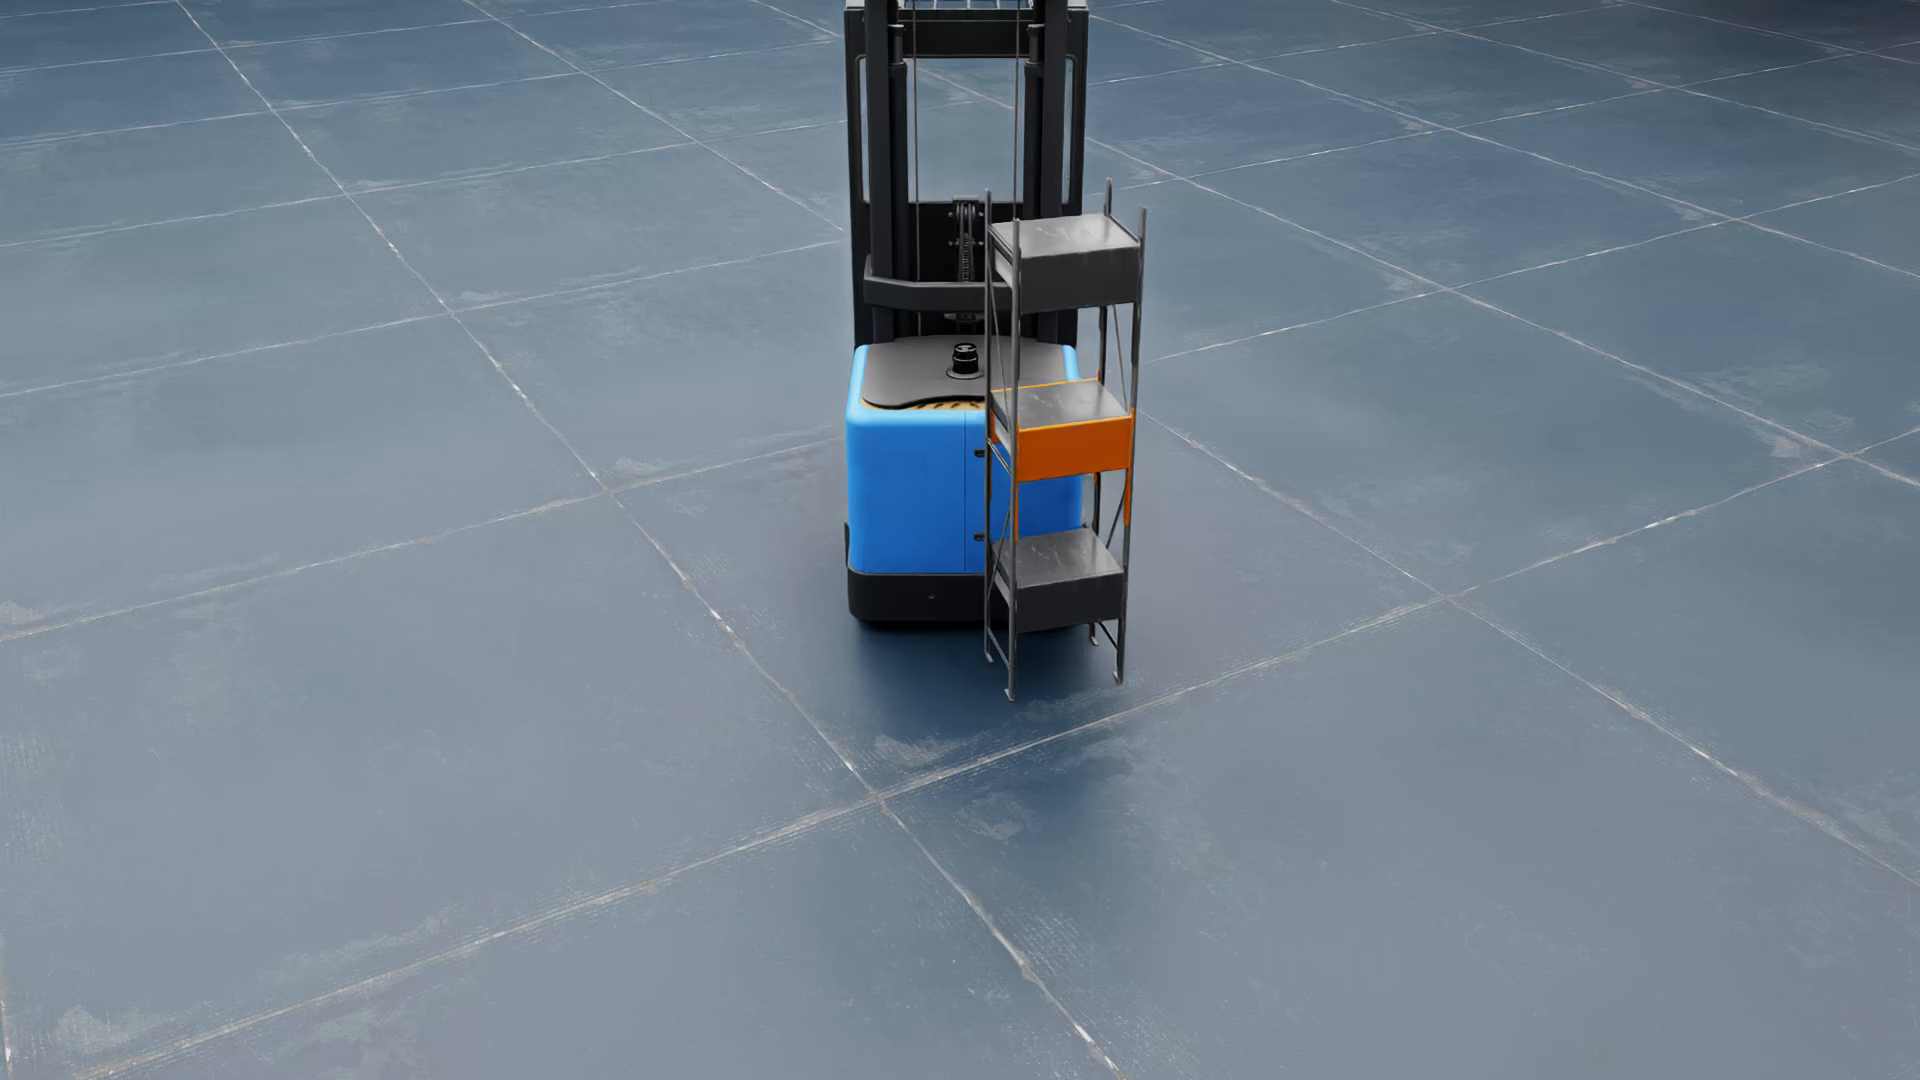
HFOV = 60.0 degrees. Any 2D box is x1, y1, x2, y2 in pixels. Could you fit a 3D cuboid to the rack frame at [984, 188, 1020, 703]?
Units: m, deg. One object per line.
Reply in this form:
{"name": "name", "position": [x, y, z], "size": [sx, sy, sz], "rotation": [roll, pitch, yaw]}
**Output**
{"name": "rack frame", "position": [0.162, -0.326, 6.667], "size": [0.015, 2.100, 0.400], "rotation": [-8, 30, -13]}

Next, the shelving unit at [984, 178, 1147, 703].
{"name": "shelving unit", "position": [0.397, -0.359, 6.723], "size": [0.503, 2.100, 0.431], "rotation": [-8, 30, -13]}

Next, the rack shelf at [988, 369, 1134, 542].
{"name": "rack shelf", "position": [0.397, -0.347, 6.730], "size": [0.480, 0.518, 0.431], "rotation": [-8, 30, -13]}

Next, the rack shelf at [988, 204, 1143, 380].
{"name": "rack shelf", "position": [0.393, -0.959, 6.390], "size": [0.480, 0.518, 0.431], "rotation": [-8, 30, -13]}

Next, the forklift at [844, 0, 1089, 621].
{"name": "forklift", "position": [0.029, -1.588, 8.094], "size": [1.130, 2.935, 3.031], "rotation": [0, 29, 0]}

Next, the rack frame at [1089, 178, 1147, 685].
{"name": "rack frame", "position": [0.632, -0.392, 6.779], "size": [0.015, 2.100, 0.400], "rotation": [-8, 30, -13]}

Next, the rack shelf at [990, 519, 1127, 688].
{"name": "rack shelf", "position": [0.401, 0.265, 7.070], "size": [0.480, 0.518, 0.431], "rotation": [-8, 30, -13]}
